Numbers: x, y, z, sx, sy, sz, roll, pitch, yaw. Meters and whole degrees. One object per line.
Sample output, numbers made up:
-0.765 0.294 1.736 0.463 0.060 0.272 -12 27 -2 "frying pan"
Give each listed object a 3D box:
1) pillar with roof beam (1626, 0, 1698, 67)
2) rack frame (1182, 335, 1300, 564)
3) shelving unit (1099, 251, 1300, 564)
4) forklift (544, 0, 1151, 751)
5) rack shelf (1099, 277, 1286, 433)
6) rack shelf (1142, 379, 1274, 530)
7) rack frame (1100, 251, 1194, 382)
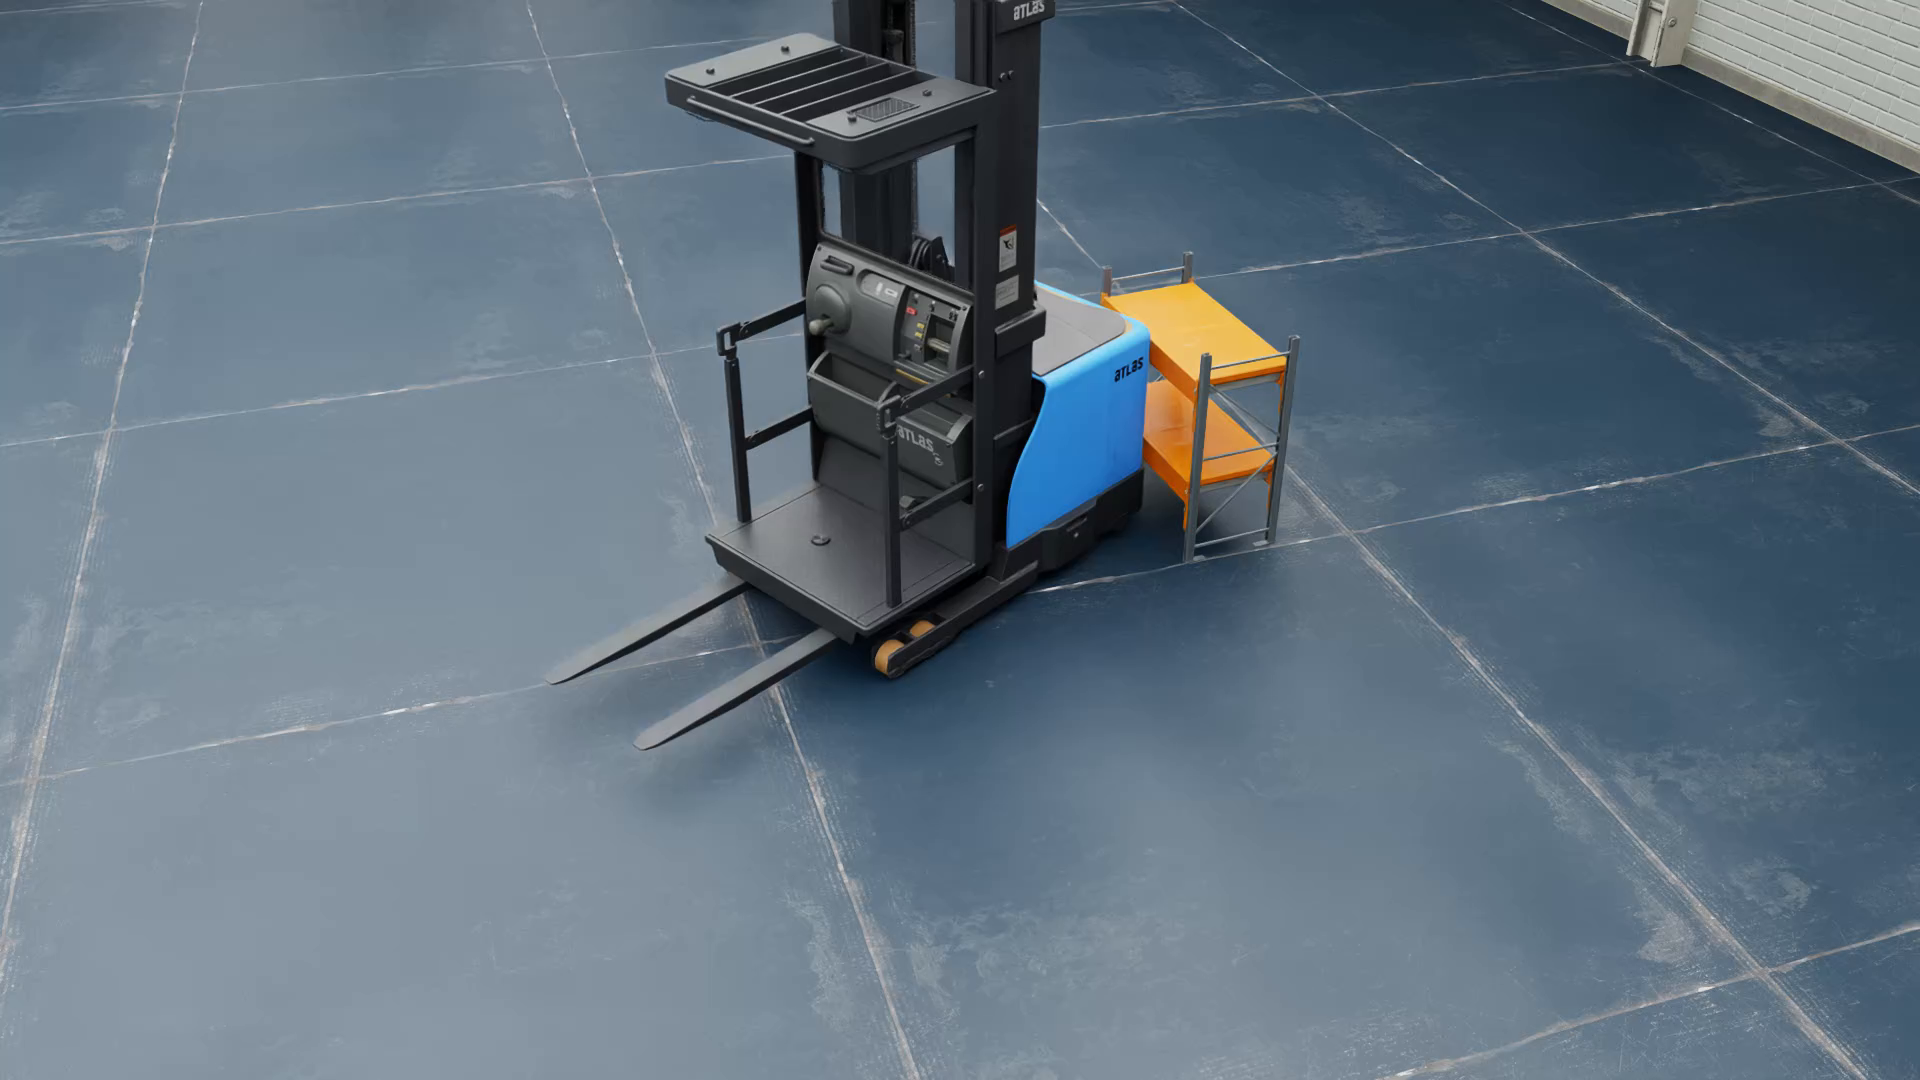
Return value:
2.031 -7.279 11.103 9.100 9.000 0.400 -10 35 -15 "pillar with roof beam"
1.321 -0.413 7.855 0.500 1.125 0.032 -12 35 -18 "rack frame"
1.132 -0.674 8.249 0.538 1.125 1.048 -12 35 -18 "shelving unit"
-0.462 -0.936 7.008 1.130 2.935 3.031 28 42 35 "forklift"
1.132 -0.918 8.088 0.538 0.278 1.000 -12 35 -18 "rack shelf"
1.132 -0.470 8.384 0.538 0.278 1.000 -12 35 -18 "rack shelf"
0.943 -0.934 8.643 0.500 1.125 0.032 -12 35 -18 "rack frame"
